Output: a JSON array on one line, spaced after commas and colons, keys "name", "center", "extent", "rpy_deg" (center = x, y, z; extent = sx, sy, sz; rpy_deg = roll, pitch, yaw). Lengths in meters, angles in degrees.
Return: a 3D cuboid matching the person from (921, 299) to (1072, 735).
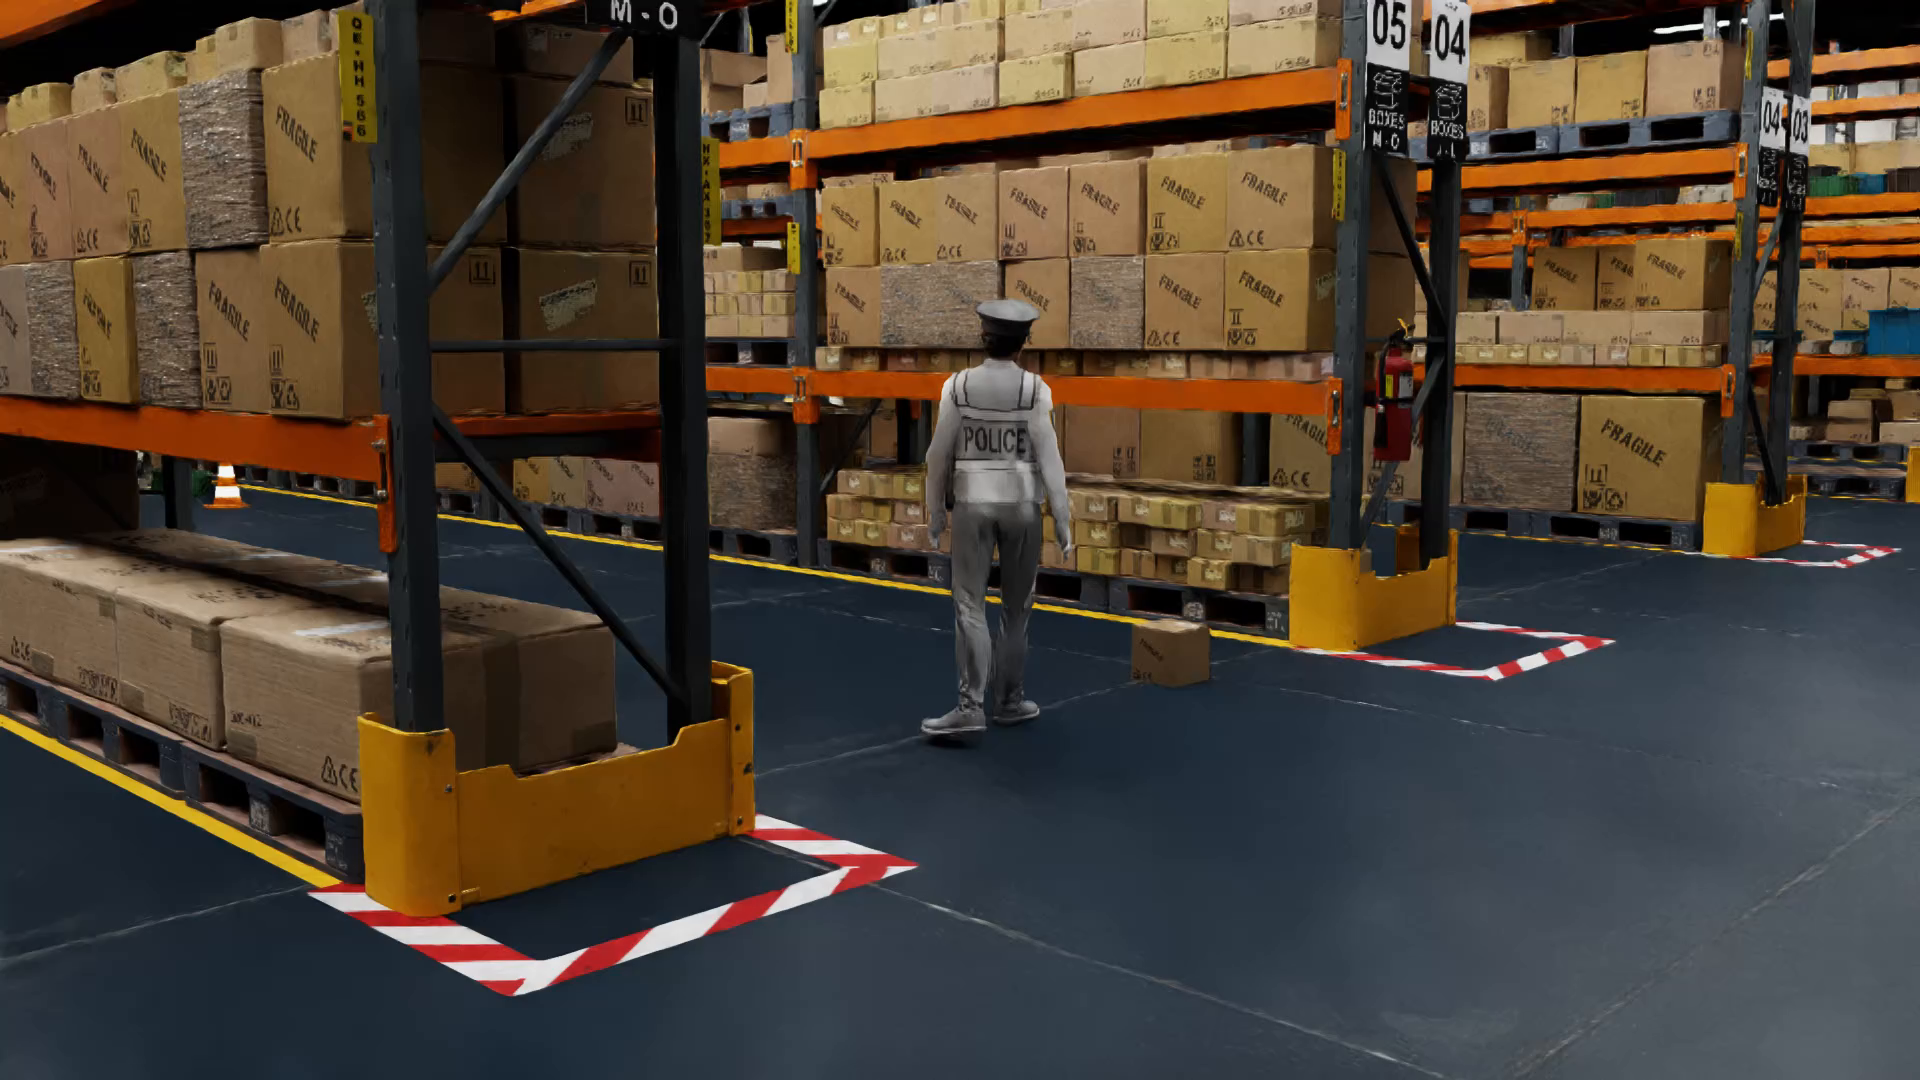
[{"name": "person", "center": [0.137, -0.085, 6.398], "extent": [0.574, 1.673, 0.623], "rpy_deg": [0, 7, 0]}]
